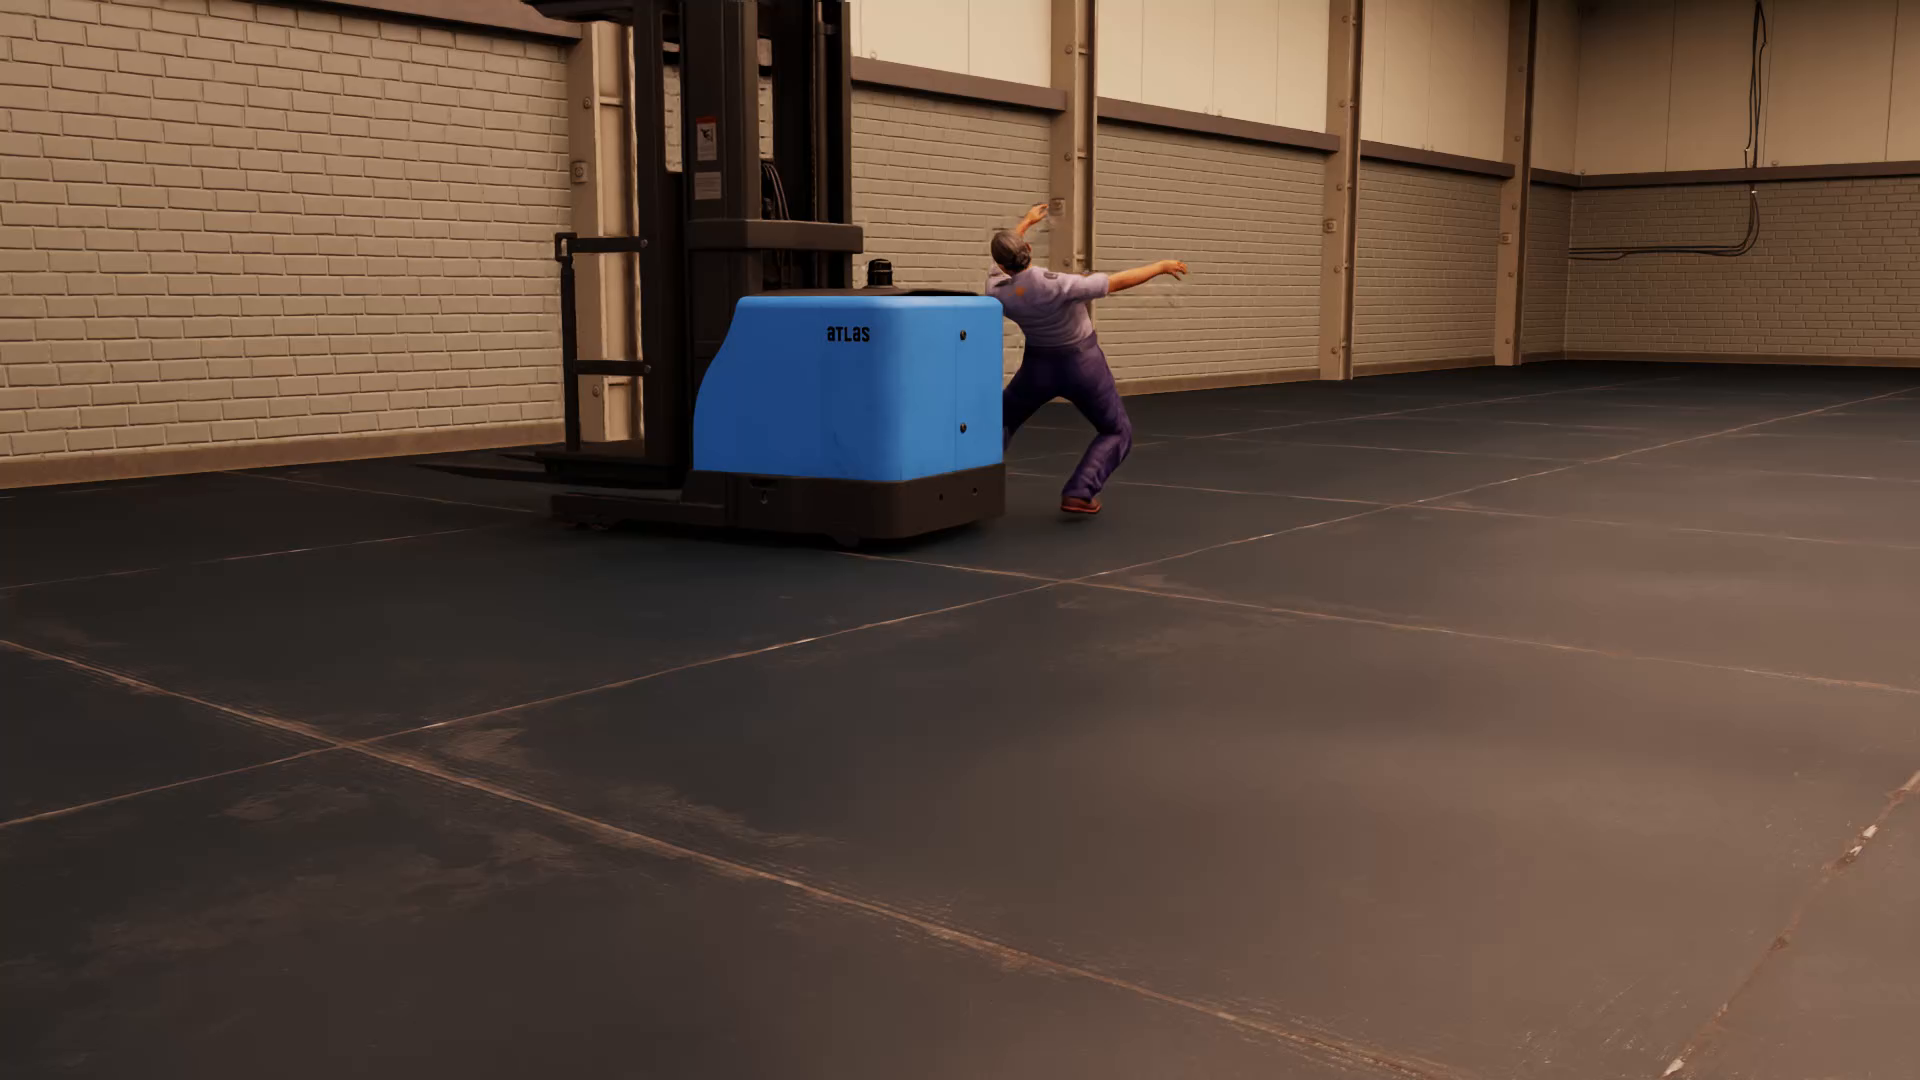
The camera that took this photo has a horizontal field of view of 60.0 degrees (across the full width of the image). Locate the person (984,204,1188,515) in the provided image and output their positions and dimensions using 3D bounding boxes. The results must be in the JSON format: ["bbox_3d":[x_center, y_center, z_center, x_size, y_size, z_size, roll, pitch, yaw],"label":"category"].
[{"bbox_3d":[0.545,-0.864,7.962,1.018,1.503,0.631,3,9,17],"label":"person"}]

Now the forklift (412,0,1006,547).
[{"bbox_3d":[-1.325,-1.551,7.879,3.031,2.935,1.130,5,10,29],"label":"forklift"}]
